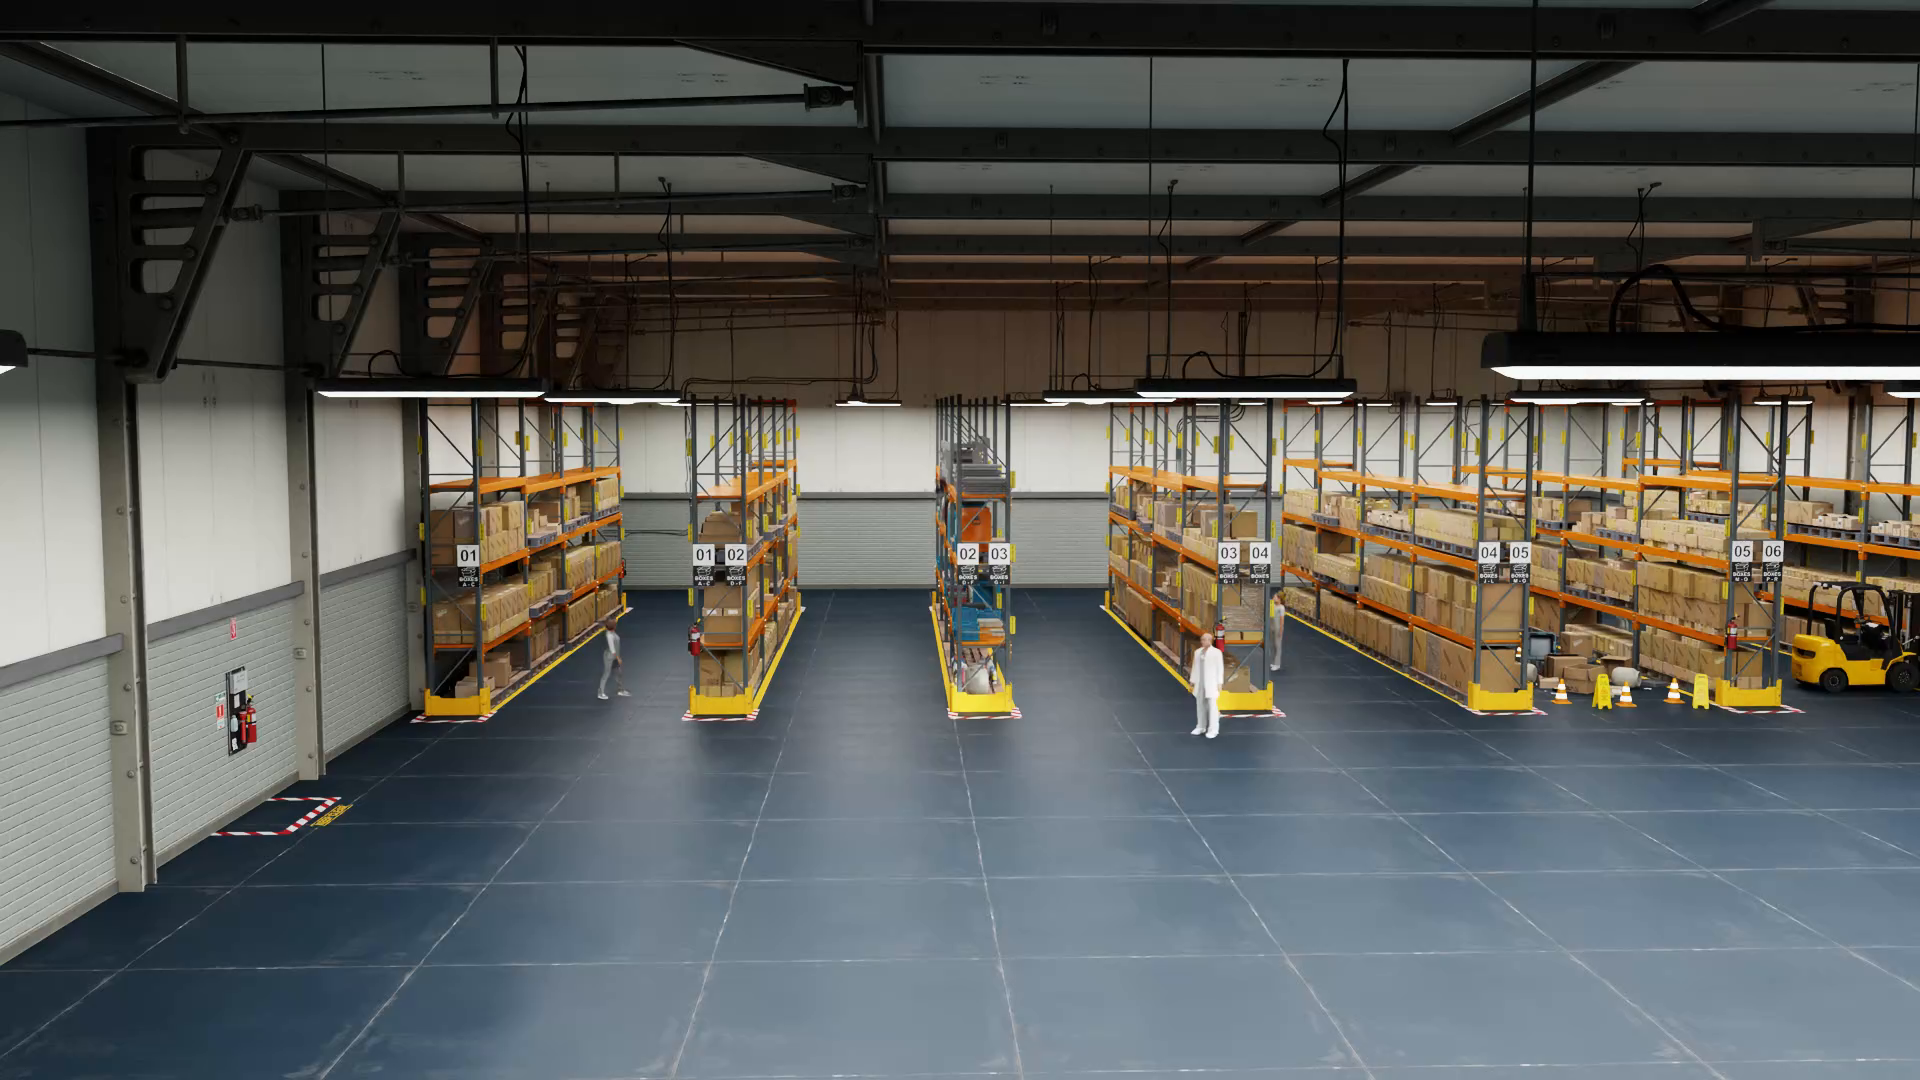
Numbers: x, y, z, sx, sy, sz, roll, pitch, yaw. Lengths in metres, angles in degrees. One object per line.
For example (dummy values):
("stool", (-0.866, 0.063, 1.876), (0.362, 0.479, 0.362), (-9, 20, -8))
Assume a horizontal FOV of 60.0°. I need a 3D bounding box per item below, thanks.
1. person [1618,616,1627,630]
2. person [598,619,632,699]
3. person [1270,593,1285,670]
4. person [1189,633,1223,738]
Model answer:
("person", (16.529, 1.628, 41.509), (0.350, 1.697, 0.527), (2, 5, 25))
("person", (-6.880, 2.350, 32.980), (0.566, 1.596, 0.602), (0, 5, 6))
("person", (6.962, 2.008, 36.746), (0.527, 1.687, 0.457), (-4, 6, -41))
("person", (4.292, 2.548, 29.196), (0.626, 1.794, 0.395), (4, 6, 43))
